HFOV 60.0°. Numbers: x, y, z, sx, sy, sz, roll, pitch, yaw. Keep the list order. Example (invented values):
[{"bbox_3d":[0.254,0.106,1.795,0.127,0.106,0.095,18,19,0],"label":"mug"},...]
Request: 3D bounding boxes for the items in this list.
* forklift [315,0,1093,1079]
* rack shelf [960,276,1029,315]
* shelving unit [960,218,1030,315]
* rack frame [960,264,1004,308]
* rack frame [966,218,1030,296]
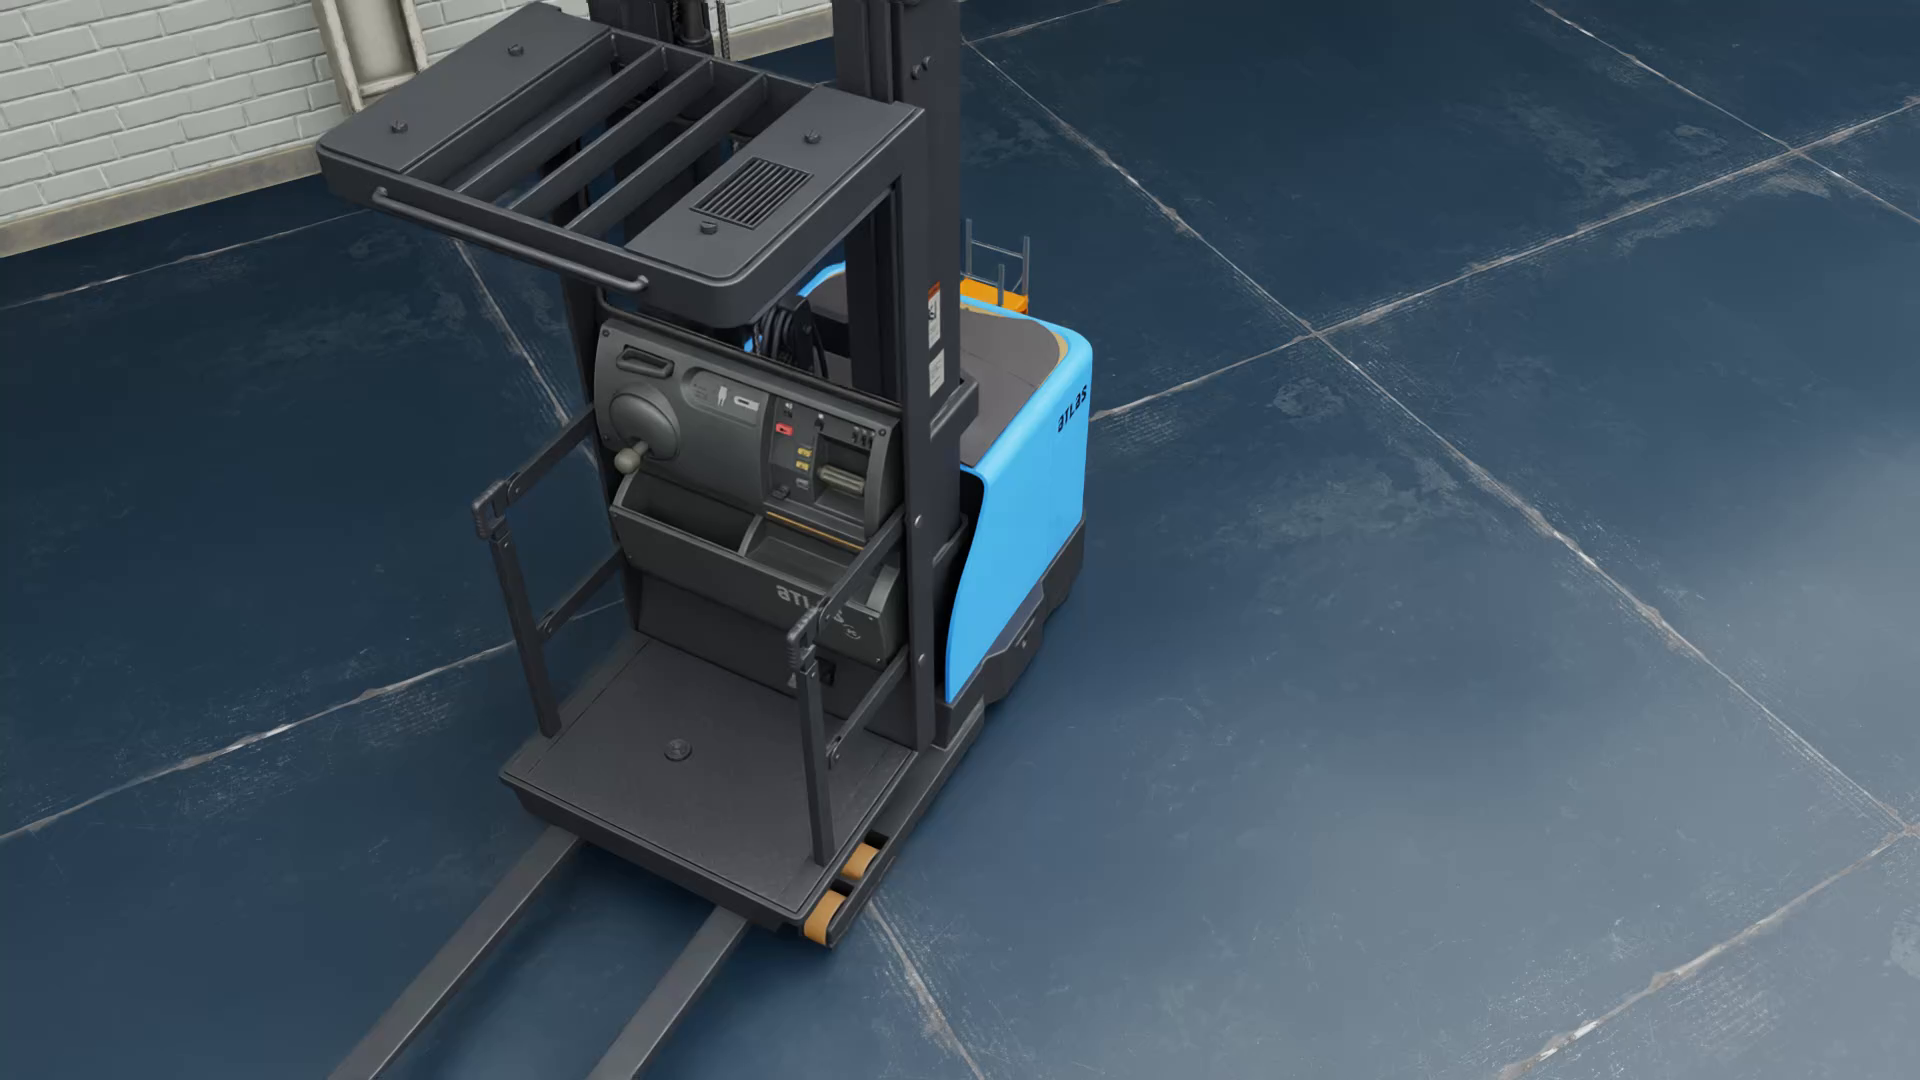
[{"bbox_3d":[-0.698,-0.202,4.354,1.130,2.935,3.031,21,48,20],"label":"forklift"},{"bbox_3d":[0.083,-0.792,5.751,0.258,0.103,0.180,21,48,20],"label":"rack shelf"},{"bbox_3d":[0.084,-0.565,5.970,0.258,1.200,0.189,21,48,20],"label":"shelving unit"},{"bbox_3d":[0.040,-0.509,5.913,0.240,1.200,0.006,21,48,20],"label":"rack frame"},{"bbox_3d":[0.127,-0.621,6.028,0.240,1.200,0.006,21,48,20],"label":"rack frame"}]
